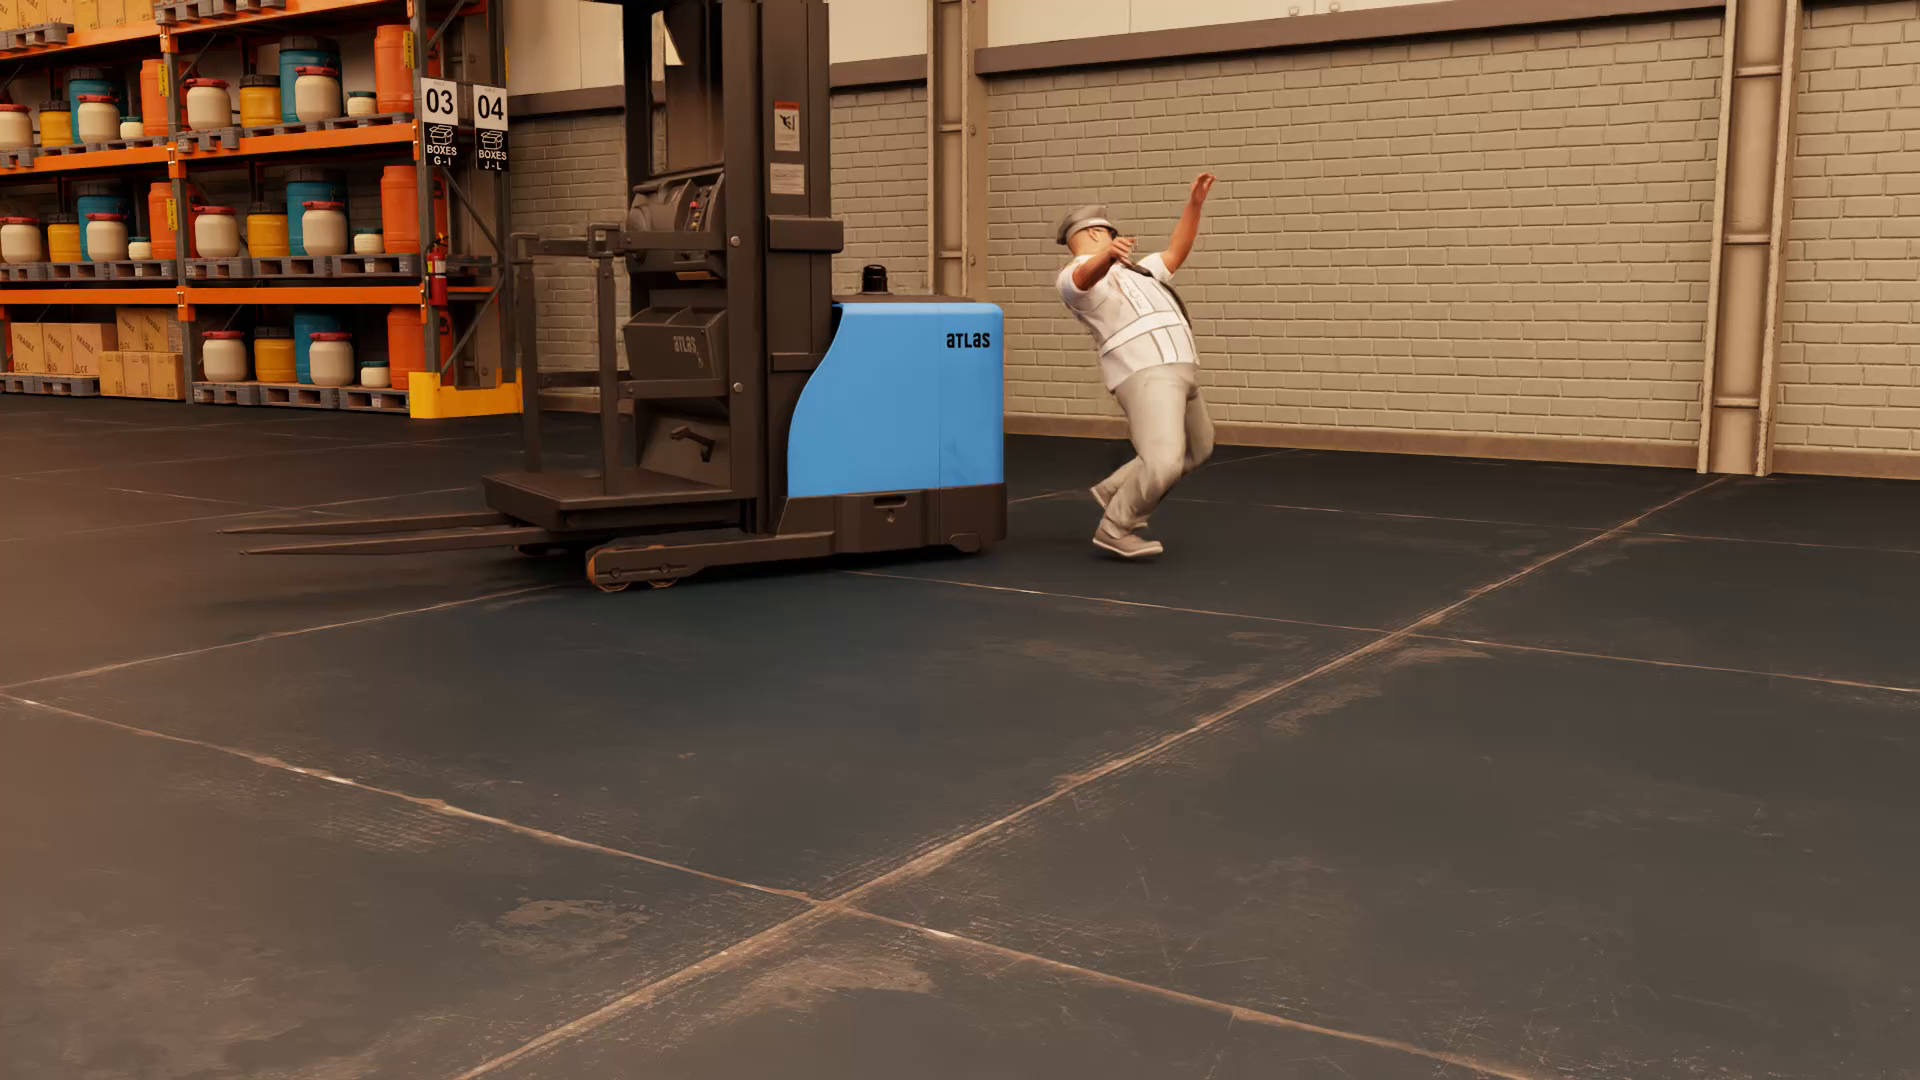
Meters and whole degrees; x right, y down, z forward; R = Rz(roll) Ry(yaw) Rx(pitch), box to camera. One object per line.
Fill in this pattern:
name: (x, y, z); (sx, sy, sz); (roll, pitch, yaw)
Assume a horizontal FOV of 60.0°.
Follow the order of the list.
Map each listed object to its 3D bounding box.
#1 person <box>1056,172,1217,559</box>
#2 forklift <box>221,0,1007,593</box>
person: (0.636, -0.726, 6.910); (0.711, 1.593, 1.075); (3, 9, 21)
forklift: (-1.327, -1.339, 6.607); (3.031, 2.935, 1.130); (-5, 9, -31)
